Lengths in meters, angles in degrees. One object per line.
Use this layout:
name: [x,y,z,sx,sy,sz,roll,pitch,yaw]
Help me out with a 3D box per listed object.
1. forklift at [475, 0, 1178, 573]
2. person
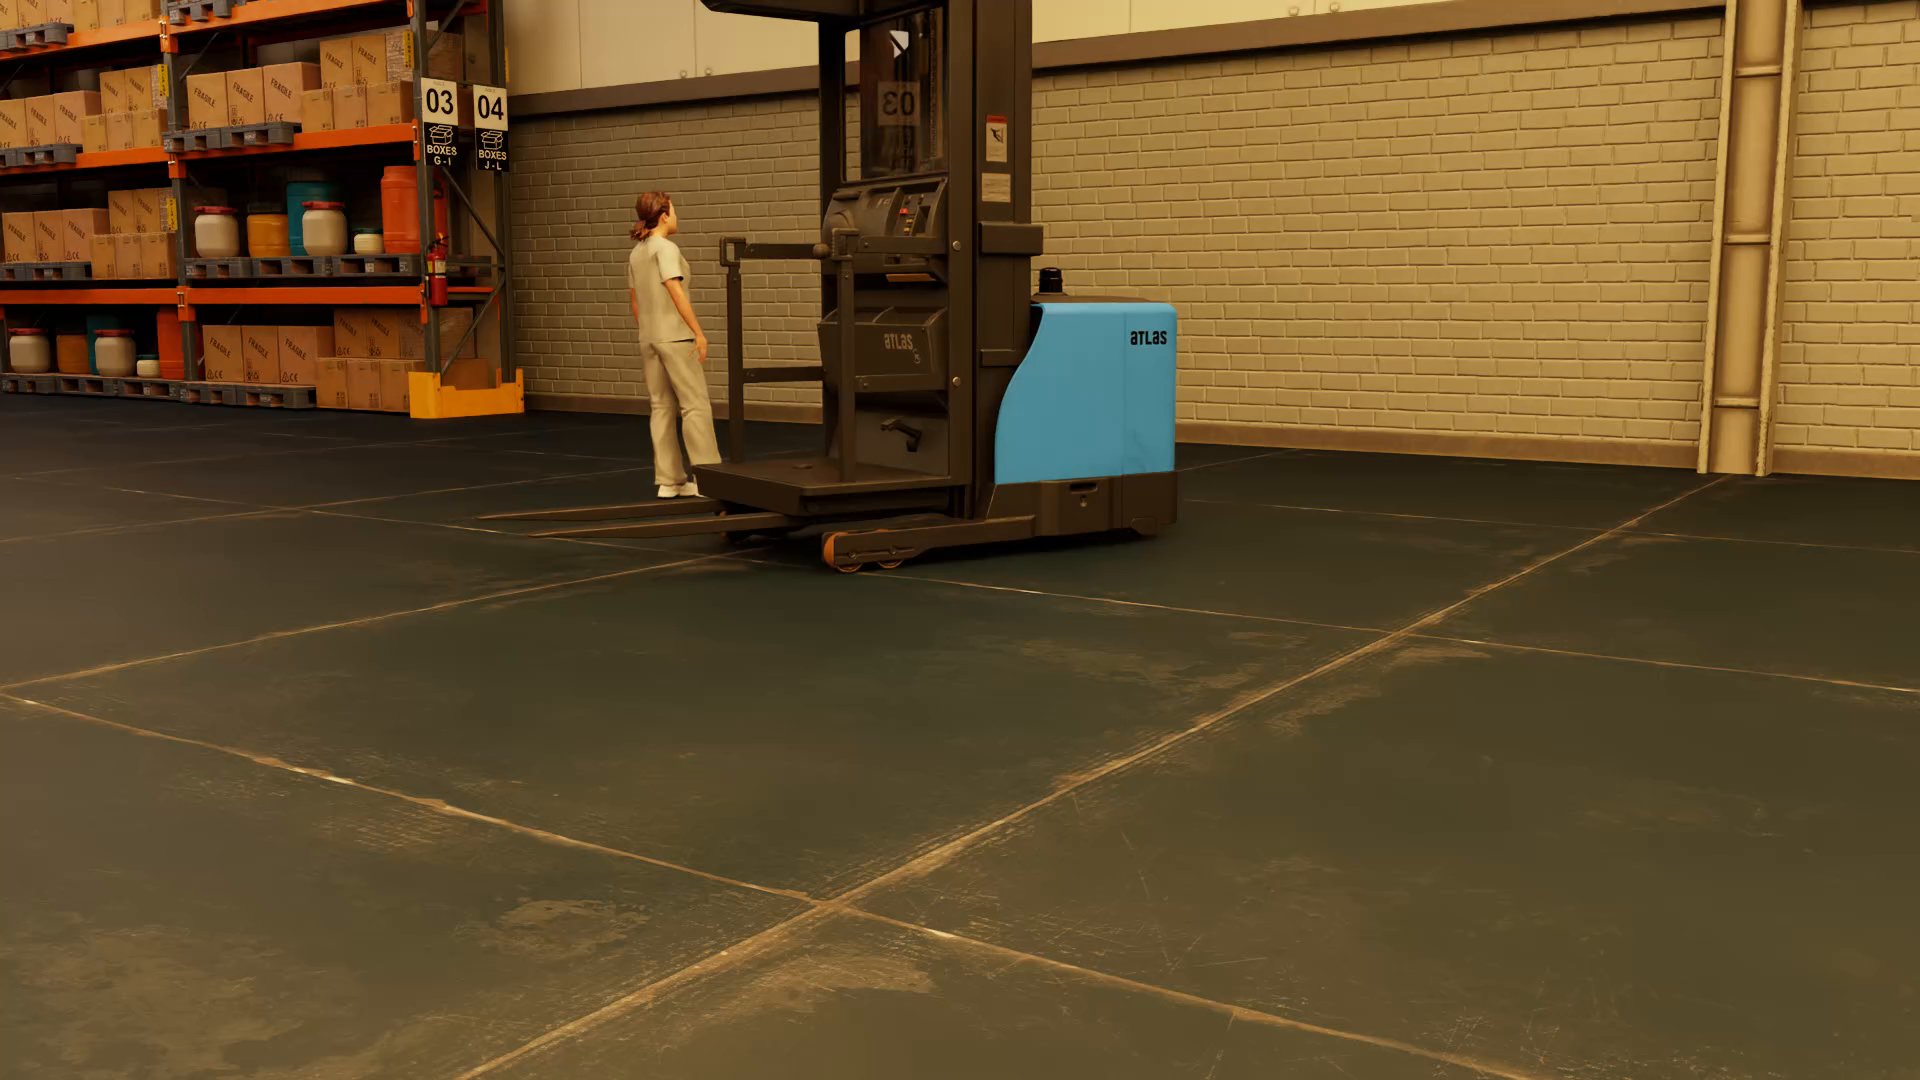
forklift: [-0.507,-1.403,7.061,3.031,2.935,1.130,-5,10,-33]
person: [-1.550,-1.076,9.204,0.542,1.678,0.555,-8,11,-43]
